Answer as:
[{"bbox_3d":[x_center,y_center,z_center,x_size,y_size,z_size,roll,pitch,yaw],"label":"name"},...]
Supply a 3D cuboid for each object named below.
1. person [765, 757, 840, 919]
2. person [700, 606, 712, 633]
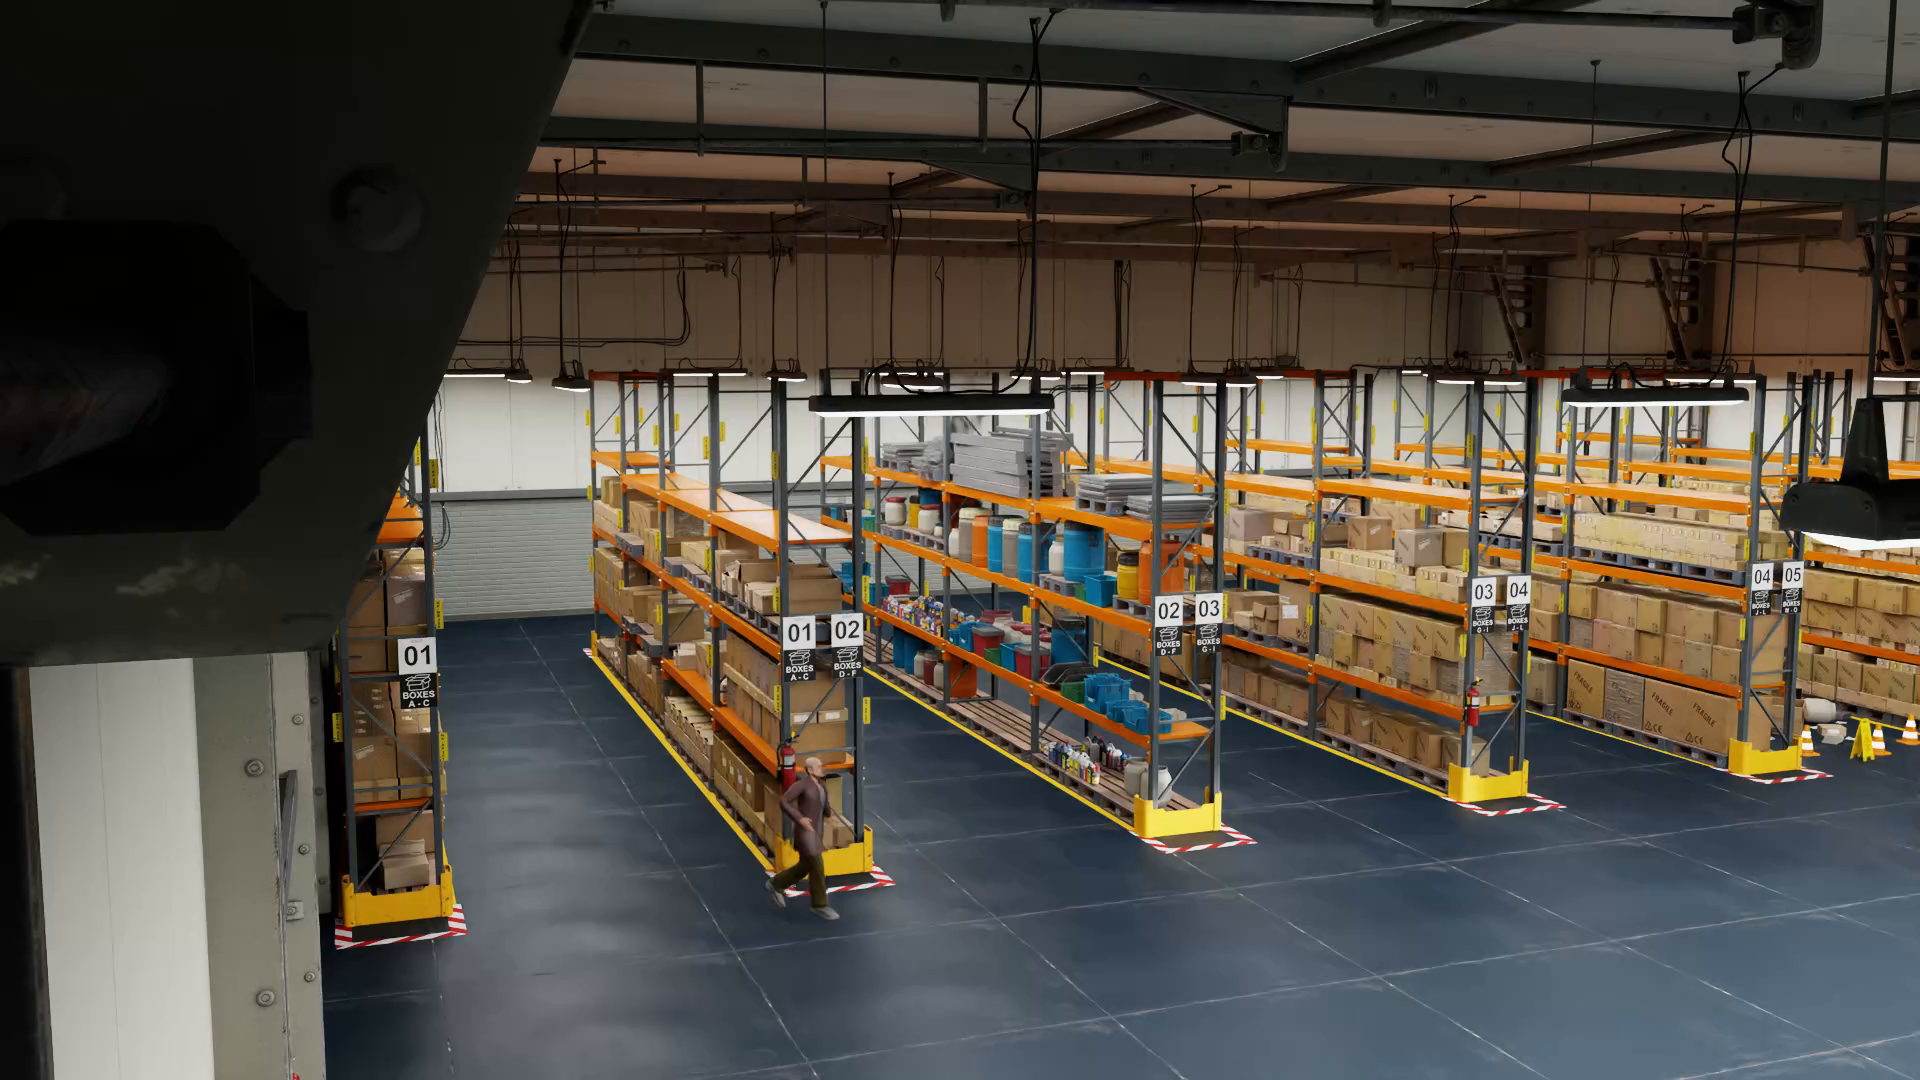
[{"bbox_3d":[-1.735,3.358,18.982,0.978,1.776,0.739,2,7,21],"label":"person"},{"bbox_3d":[-5.524,1.494,35.723,0.832,1.743,0.729,4,7,31],"label":"person"}]
